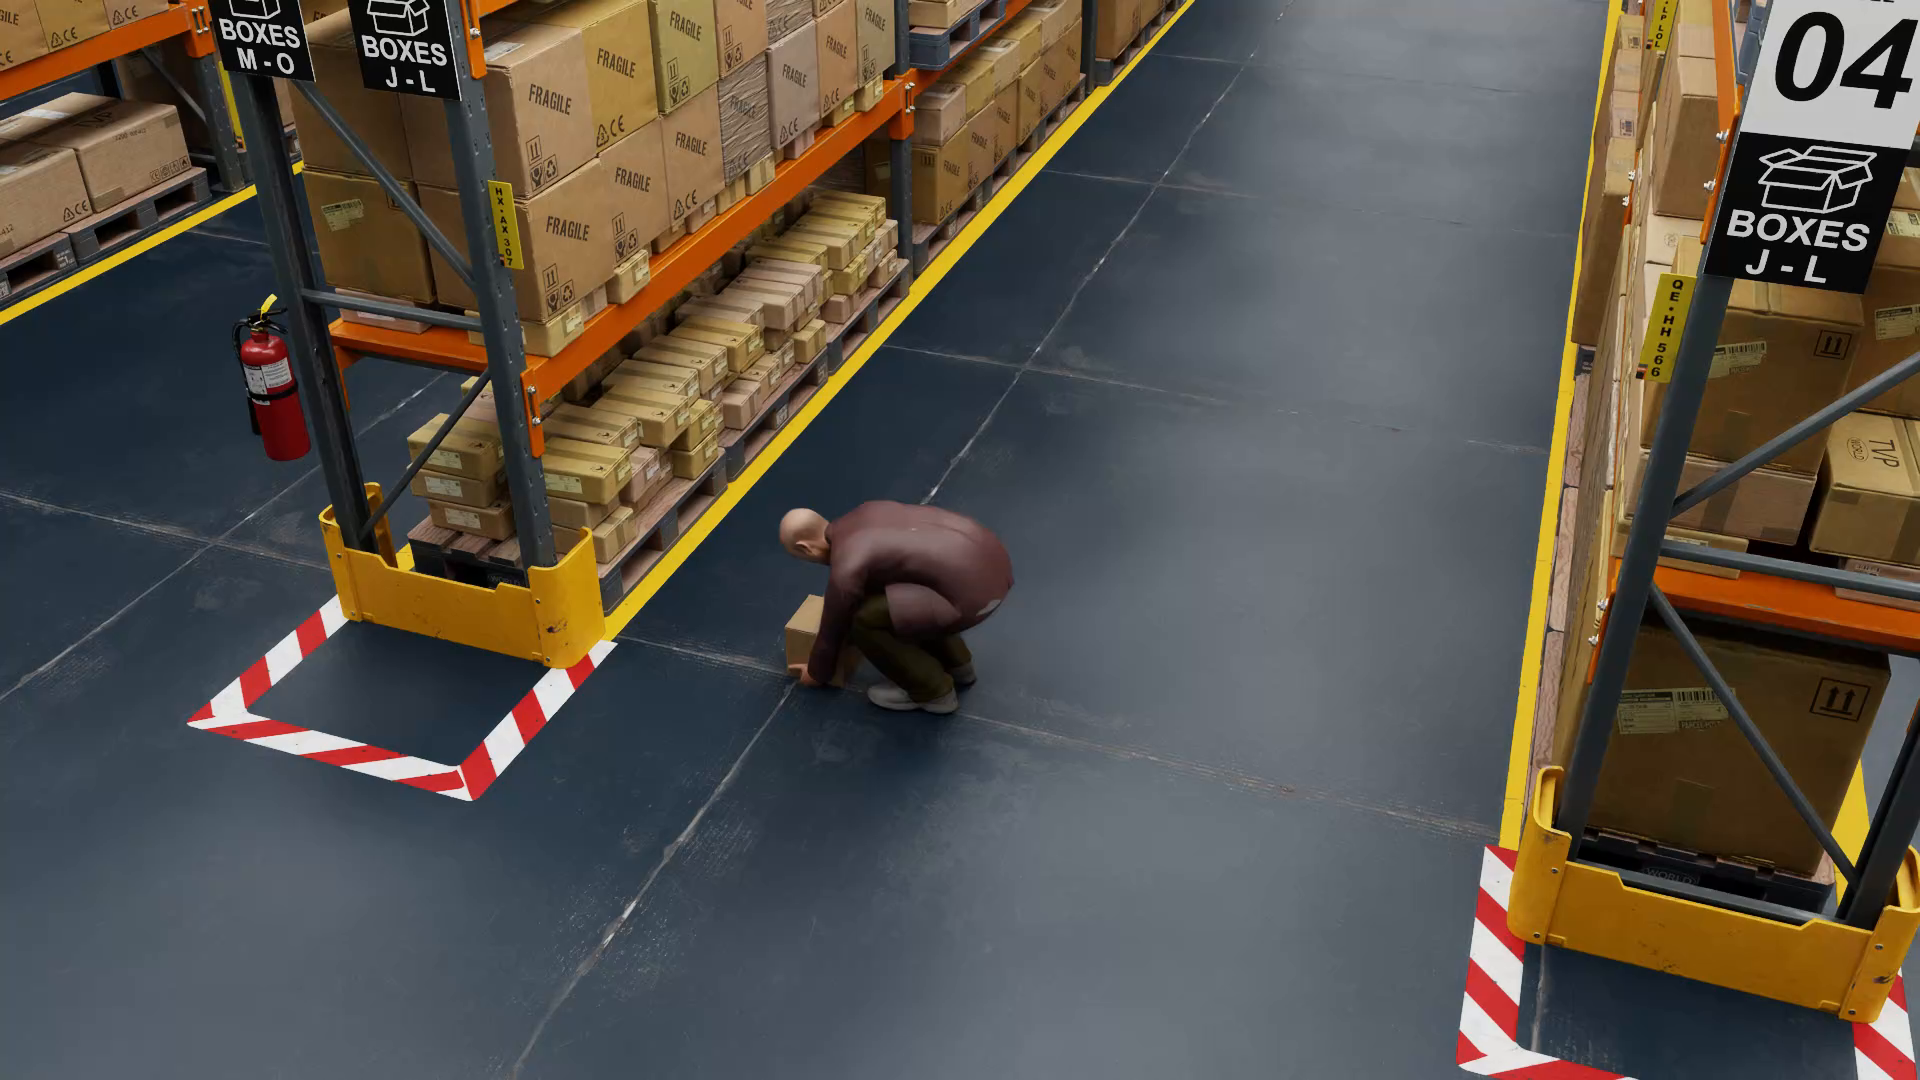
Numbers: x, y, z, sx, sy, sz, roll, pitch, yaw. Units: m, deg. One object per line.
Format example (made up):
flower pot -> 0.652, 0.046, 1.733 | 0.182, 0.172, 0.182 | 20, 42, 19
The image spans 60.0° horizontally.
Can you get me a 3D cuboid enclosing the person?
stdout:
person -> -0.253, 0.256, 6.661 | 0.948, 0.837, 0.572 | 10, 34, 15
